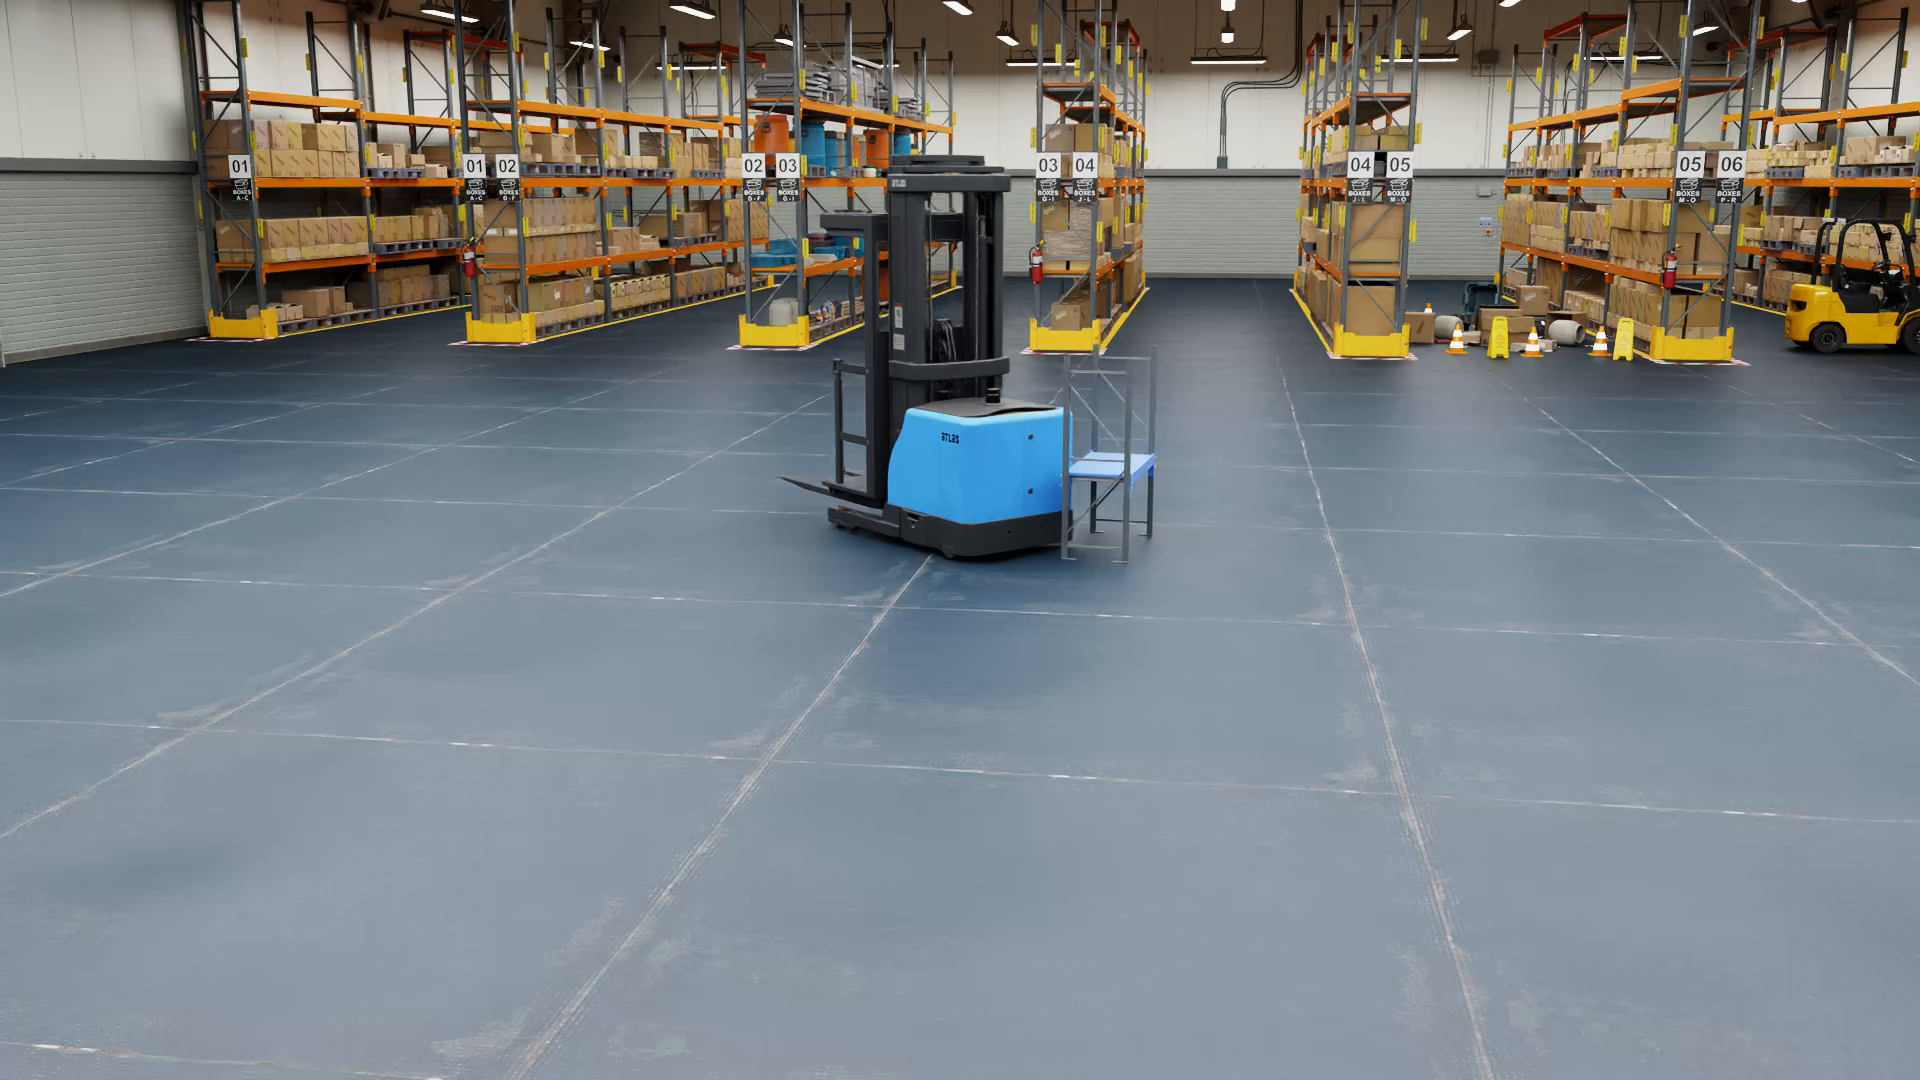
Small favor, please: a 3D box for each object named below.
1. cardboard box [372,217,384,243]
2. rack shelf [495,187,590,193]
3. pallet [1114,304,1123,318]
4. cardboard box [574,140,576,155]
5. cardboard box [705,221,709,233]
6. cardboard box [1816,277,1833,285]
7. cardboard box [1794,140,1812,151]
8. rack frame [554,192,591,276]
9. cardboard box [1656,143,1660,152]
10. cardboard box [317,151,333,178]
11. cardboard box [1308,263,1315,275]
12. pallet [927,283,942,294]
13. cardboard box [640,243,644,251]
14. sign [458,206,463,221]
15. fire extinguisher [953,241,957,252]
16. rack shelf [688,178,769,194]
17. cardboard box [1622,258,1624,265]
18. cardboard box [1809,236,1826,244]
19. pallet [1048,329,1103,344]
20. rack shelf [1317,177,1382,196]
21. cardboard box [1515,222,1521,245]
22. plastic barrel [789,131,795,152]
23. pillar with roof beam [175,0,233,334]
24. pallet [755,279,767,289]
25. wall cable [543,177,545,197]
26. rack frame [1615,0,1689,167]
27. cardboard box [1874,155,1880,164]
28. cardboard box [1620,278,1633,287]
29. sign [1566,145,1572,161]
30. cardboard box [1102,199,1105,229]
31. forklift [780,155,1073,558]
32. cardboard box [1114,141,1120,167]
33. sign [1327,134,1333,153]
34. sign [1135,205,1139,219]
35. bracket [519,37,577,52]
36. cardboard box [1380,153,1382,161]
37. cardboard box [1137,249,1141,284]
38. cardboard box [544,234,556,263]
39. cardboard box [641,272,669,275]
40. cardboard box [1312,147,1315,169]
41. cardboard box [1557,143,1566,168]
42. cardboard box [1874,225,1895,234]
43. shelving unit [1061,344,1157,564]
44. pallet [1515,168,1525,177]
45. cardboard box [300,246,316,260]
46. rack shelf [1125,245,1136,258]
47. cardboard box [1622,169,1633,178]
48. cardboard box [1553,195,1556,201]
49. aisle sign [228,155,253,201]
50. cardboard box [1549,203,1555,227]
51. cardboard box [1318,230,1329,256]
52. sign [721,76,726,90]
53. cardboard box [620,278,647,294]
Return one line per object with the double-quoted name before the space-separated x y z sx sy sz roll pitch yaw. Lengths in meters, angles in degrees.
"cardboard box" -12.211 -6.324 33.934 0.700 0.500 0.500 2 12 9
"rack shelf" -10.785 -9.151 42.924 1.077 0.370 4.000 2 12 9
"pallet" 2.854 -4.780 34.674 1.003 0.211 1.213 2 12 9
"cardboard box" -10.320 -10.305 43.914 0.500 0.500 0.500 2 12 8
"cardboard box" -6.374 -7.622 41.002 0.500 0.500 0.500 2 12 10
"cardboard box" 17.499 -5.236 33.568 0.380 0.149 0.250 1 12 6
"cardboard box" 18.309 -8.537 36.040 0.396 0.266 0.258 2 12 8
"rack frame" -10.477 -8.453 45.096 1.000 3.000 0.127 2 12 9
"cardboard box" 11.597 -6.395 27.129 0.380 0.149 0.250 2 12 7
"cardboard box" -12.294 -7.145 31.624 0.500 0.500 0.500 1 12 6
"cardboard box" 8.022 -6.051 37.106 0.500 0.250 0.500 2 12 10
"pallet" -1.043 -6.345 41.935 1.003 0.211 1.213 2 12 9
"cardboard box" -6.953 -6.238 35.414 0.380 0.149 0.250 3 12 13
"sign" -11.170 -7.299 37.182 0.100 0.325 0.005 2 12 9
"fire extinguisher" -0.216 -7.928 43.731 0.296 0.674 0.183 2 12 9
"rack shelf" -5.889 -8.991 42.183 1.077 0.370 4.000 2 12 9
"cardboard box" 11.789 -4.864 29.038 0.380 0.149 0.250 2 12 8
"cardboard box" 17.395 -6.057 33.576 0.380 0.149 0.250 2 12 10
"pallet" 1.917 -3.461 28.554 1.003 0.211 1.213 2 12 9
"rack shelf" 7.554 -6.823 32.119 1.077 0.370 4.000 2 12 9
"cardboard box" 13.338 -7.184 38.970 0.500 0.500 0.500 2 12 8
"plastic barrel" -3.099 -6.806 28.892 0.600 0.588 0.600 0 12 0
"pillar with roof beam" -9.431 -8.089 29.168 9.100 9.000 0.400 2 12 9
"pallet" -5.715 -6.748 43.805 1.003 0.211 1.213 2 12 9
"wall cable" -11.215 -9.247 46.368 0.084 1.984 1.851 2 12 9
"rack frame" 12.153 -8.085 29.149 1.000 3.000 0.127 2 12 9
"cardboard box" 17.045 -6.989 30.547 0.380 0.149 0.250 2 12 8
"cardboard box" 11.639 -4.452 28.741 0.380 0.149 0.250 2 12 11
"sign" 12.221 -7.762 33.357 0.100 0.325 0.005 2 12 9
"cardboard box" 2.183 -5.533 28.232 0.500 0.500 0.500 2 12 9
"forklift" -0.413 -1.556 13.257 1.130 2.935 3.031 -9 15 -35
"cardboard box" 2.675 -7.486 32.249 0.797 0.503 0.637 2 12 11
"sign" 6.708 -7.180 30.096 0.100 0.325 0.005 2 12 9
"sign" 4.129 -7.650 38.812 0.100 0.325 0.005 2 12 9
"bracket" -11.029 -13.097 43.863 0.076 0.066 4.783 2 12 9
"cardboard box" 7.155 -6.328 27.478 0.380 0.149 0.250 2 12 9
"cardboard box" 4.047 -6.813 41.532 0.875 0.875 0.875 2 12 9
"cardboard box" -7.800 -5.321 30.325 0.700 0.500 0.500 2 12 9
"cardboard box" -6.900 -5.823 37.783 0.500 0.500 0.500 2 12 11
"cardboard box" 8.309 -8.602 37.435 0.700 0.500 0.500 2 12 9
"cardboard box" 12.732 -7.918 34.259 0.700 0.500 0.500 1 12 6
"cardboard box" 17.058 -5.703 30.561 0.380 0.149 0.250 2 12 9
"shelving unit" 1.138 -0.680 12.589 0.538 1.500 1.048 4 13 16
"pallet" 13.709 -8.664 39.165 1.003 0.211 1.213 2 12 9
"cardboard box" -12.399 -5.364 31.073 0.500 0.250 0.500 2 12 8
"rack shelf" 3.283 -6.371 37.142 1.077 0.370 4.000 2 12 9
"cardboard box" 11.764 -6.386 28.983 0.380 0.149 0.250 2 12 9
"cardboard box" 13.711 -7.784 37.840 0.380 0.149 0.250 2 12 9
"aisle sign" -12.653 -6.368 29.253 0.394 0.787 0.004 2 12 9
"cardboard box" 12.743 -6.849 35.043 0.500 0.500 0.500 2 12 9
"cardboard box" 7.372 -5.878 32.909 0.500 0.500 0.500 2 12 9
"sign" -5.648 -10.910 39.666 0.100 0.325 0.005 2 12 9
"cardboard box" -6.883 -5.328 34.797 0.500 0.311 0.500 2 12 10
